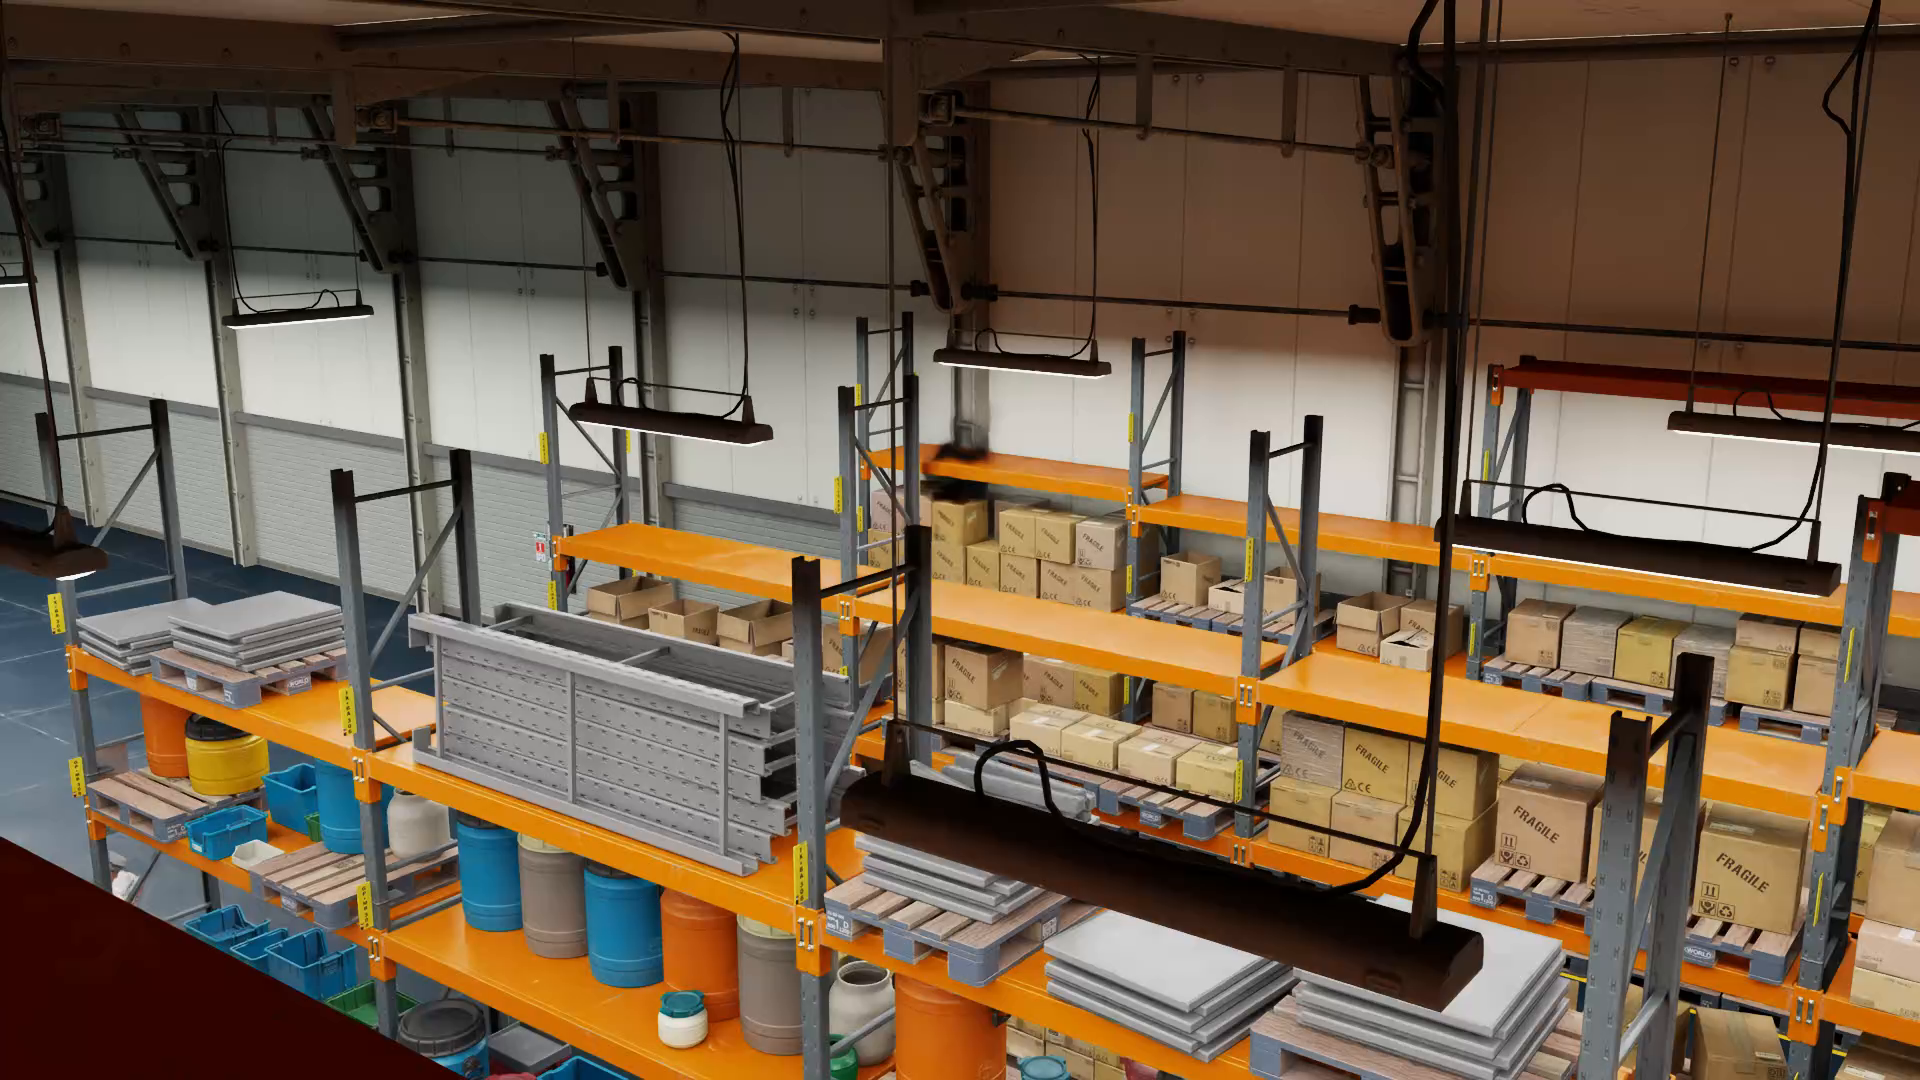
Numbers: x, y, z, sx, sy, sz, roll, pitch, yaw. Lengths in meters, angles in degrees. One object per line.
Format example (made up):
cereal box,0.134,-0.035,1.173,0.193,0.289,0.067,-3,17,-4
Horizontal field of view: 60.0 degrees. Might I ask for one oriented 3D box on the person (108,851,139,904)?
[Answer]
person,-7.917,3.691,15.532,0.535,1.722,0.689,-6,14,-24
